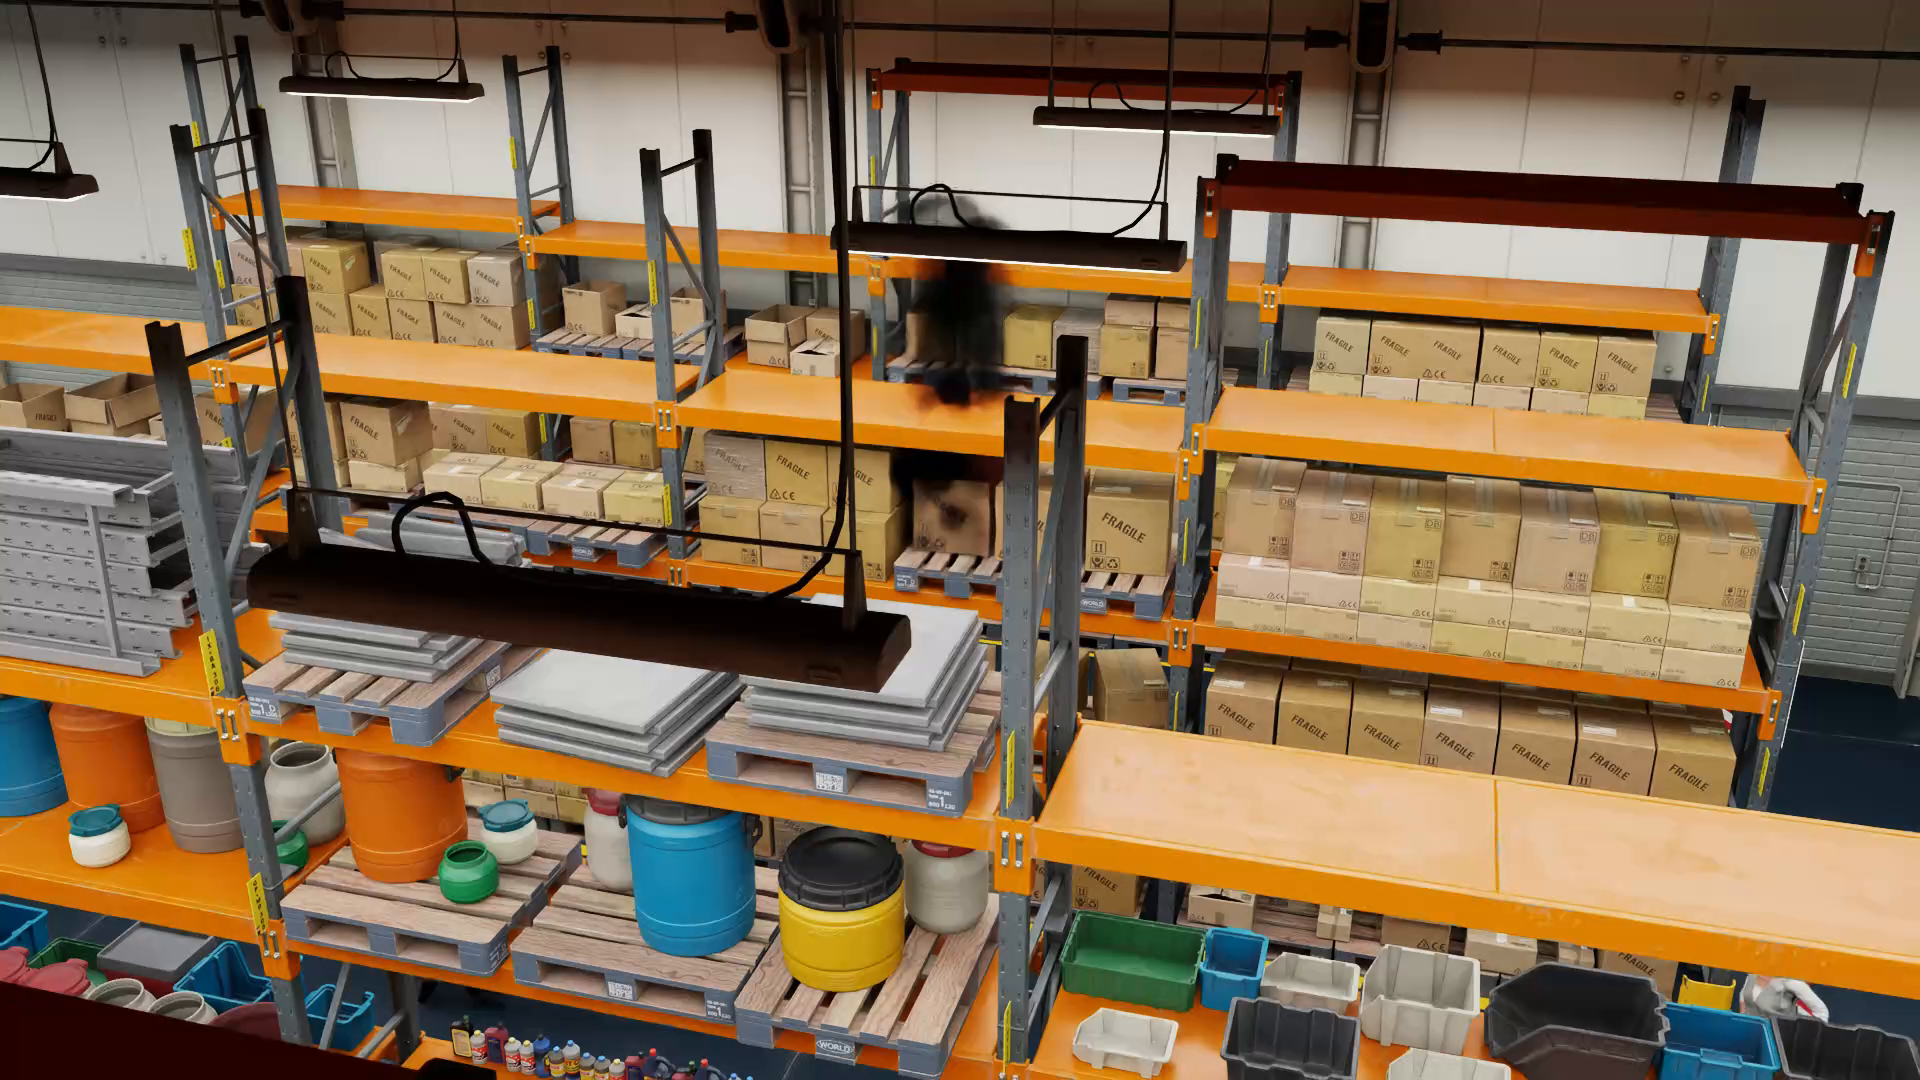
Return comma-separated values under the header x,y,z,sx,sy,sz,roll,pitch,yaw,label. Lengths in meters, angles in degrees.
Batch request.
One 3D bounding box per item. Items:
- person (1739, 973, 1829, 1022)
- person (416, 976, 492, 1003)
x,y,z,sx,sy,sz,roll,pitch,yaw,label
5.296,3.282,10.840,0.564,1.519,0.595,-5,23,-12,person
-3.830,2.647,12.211,0.828,1.776,0.627,6,23,14,person
